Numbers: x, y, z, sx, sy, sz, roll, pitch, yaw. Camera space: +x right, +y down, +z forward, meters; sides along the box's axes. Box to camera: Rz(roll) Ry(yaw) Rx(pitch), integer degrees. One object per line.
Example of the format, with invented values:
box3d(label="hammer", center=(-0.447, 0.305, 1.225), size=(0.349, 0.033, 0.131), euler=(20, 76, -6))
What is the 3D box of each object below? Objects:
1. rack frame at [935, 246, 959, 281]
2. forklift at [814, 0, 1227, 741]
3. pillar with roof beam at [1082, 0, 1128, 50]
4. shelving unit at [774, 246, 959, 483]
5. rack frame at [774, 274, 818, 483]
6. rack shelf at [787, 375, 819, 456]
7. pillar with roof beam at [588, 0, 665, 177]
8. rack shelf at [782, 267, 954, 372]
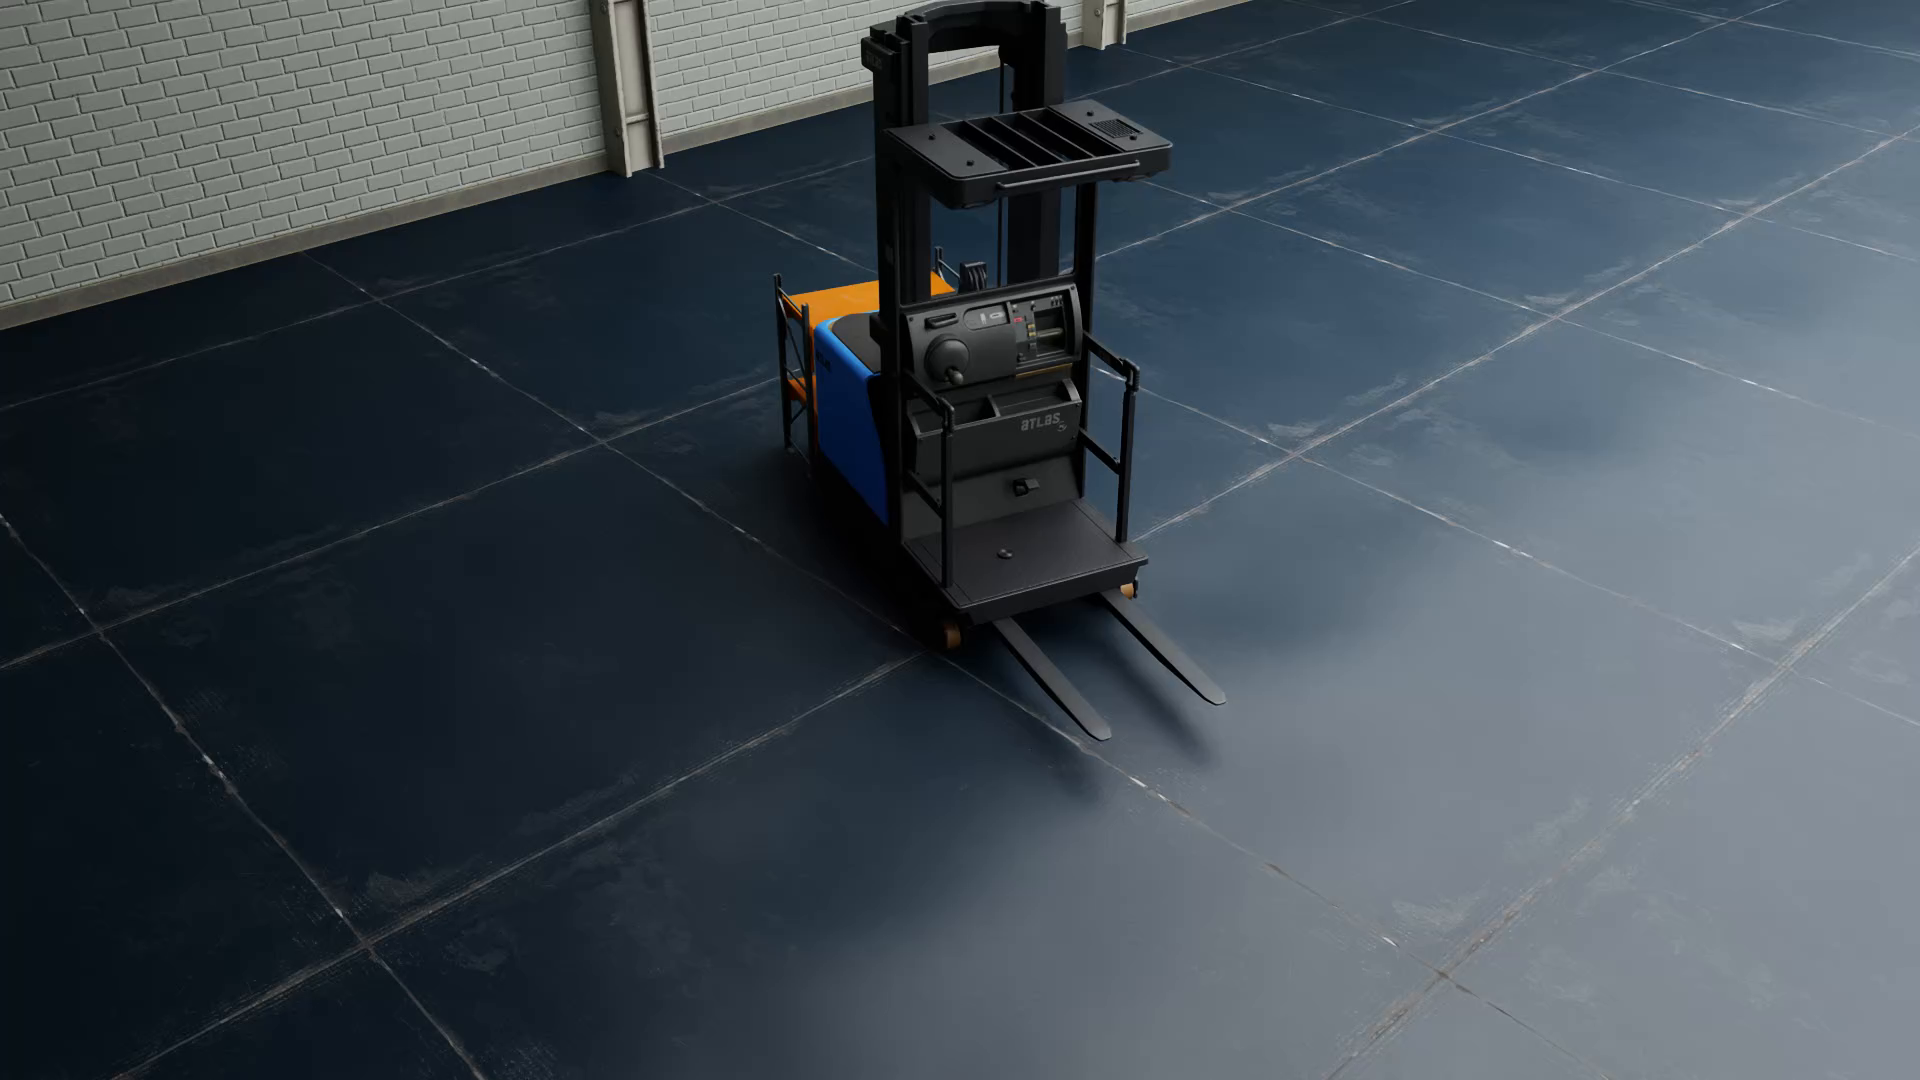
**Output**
box3d(label="rack frame", center=(-0.034, -1.162, 10.072), size=(0.032, 1.125, 0.500), euler=(-14, 34, -21))
box3d(label="forklift", center=(0.269, -0.958, 8.006), size=(1.130, 2.935, 3.031), euler=(-14, 34, -22))
box3d(label="pillar with roof beam", center=(4.485, -7.585, 13.029), size=(0.400, 9.000, 9.100), euler=(-26, 40, -35))
box3d(label="shelving unit", center=(-0.496, -1.051, 9.890), size=(1.048, 1.125, 0.538), euler=(-14, 34, -21))
box3d(label="rack frame", center=(-0.957, -0.939, 9.708), size=(0.032, 1.125, 0.500), euler=(-14, 34, -21))
box3d(label="rack shelf", center=(-0.496, -0.842, 10.017), size=(1.000, 0.278, 0.538), euler=(-14, 34, -21))
box3d(label="pillar with roof beam", center=(0.086, -5.457, 9.548), size=(0.400, 9.000, 9.100), euler=(-26, 40, -35))
box3d(label="rack shelf", center=(-0.496, -1.300, 9.737), size=(1.000, 0.278, 0.538), euler=(-14, 34, -21))
